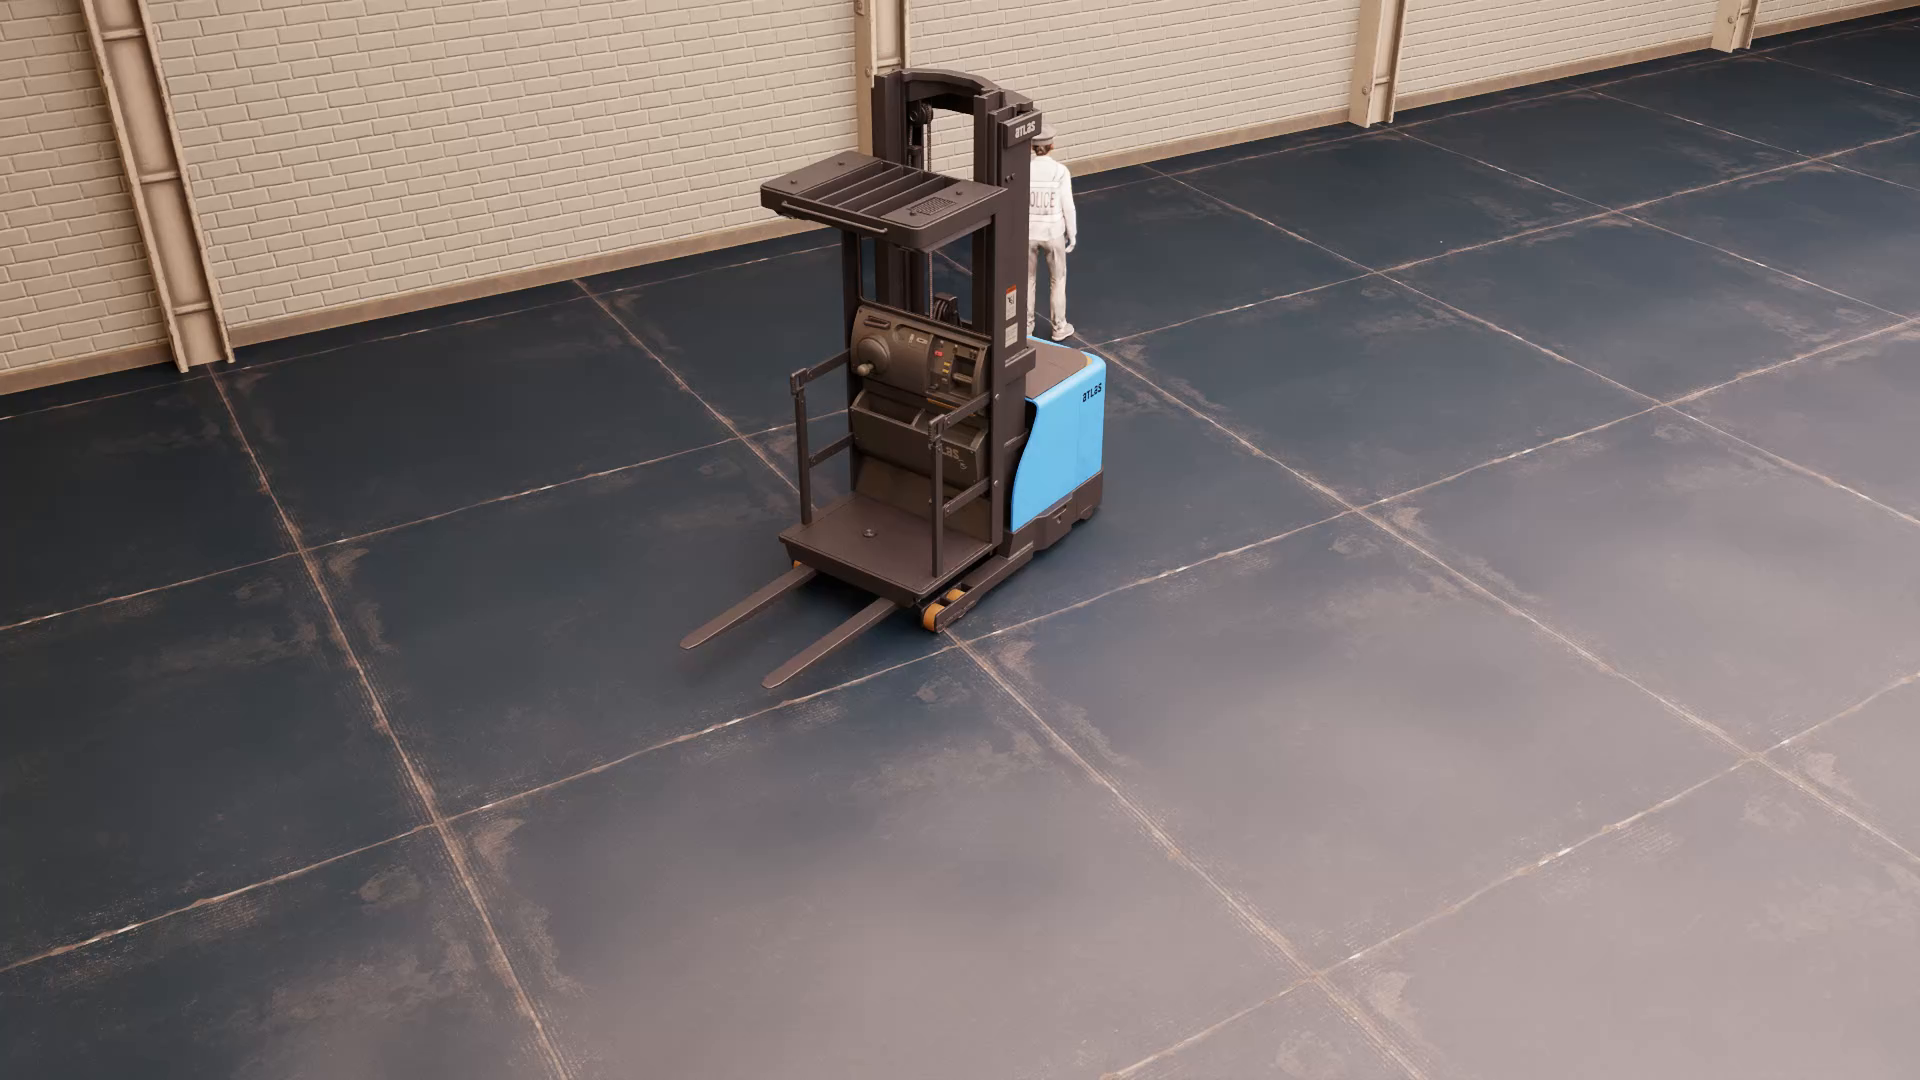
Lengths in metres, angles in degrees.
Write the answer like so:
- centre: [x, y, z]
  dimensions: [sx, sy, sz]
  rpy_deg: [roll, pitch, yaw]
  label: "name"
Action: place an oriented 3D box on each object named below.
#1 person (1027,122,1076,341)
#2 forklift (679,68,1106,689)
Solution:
- centre: [0.625, -2.346, 12.800]
  dimensions: [0.540, 1.664, 0.375]
  rpy_deg: [6, 31, 10]
  label: "person"
- centre: [-0.365, -1.007, 9.329]
  dimensions: [1.130, 2.935, 3.031]
  rpy_deg: [21, 37, 31]
  label: "forklift"
